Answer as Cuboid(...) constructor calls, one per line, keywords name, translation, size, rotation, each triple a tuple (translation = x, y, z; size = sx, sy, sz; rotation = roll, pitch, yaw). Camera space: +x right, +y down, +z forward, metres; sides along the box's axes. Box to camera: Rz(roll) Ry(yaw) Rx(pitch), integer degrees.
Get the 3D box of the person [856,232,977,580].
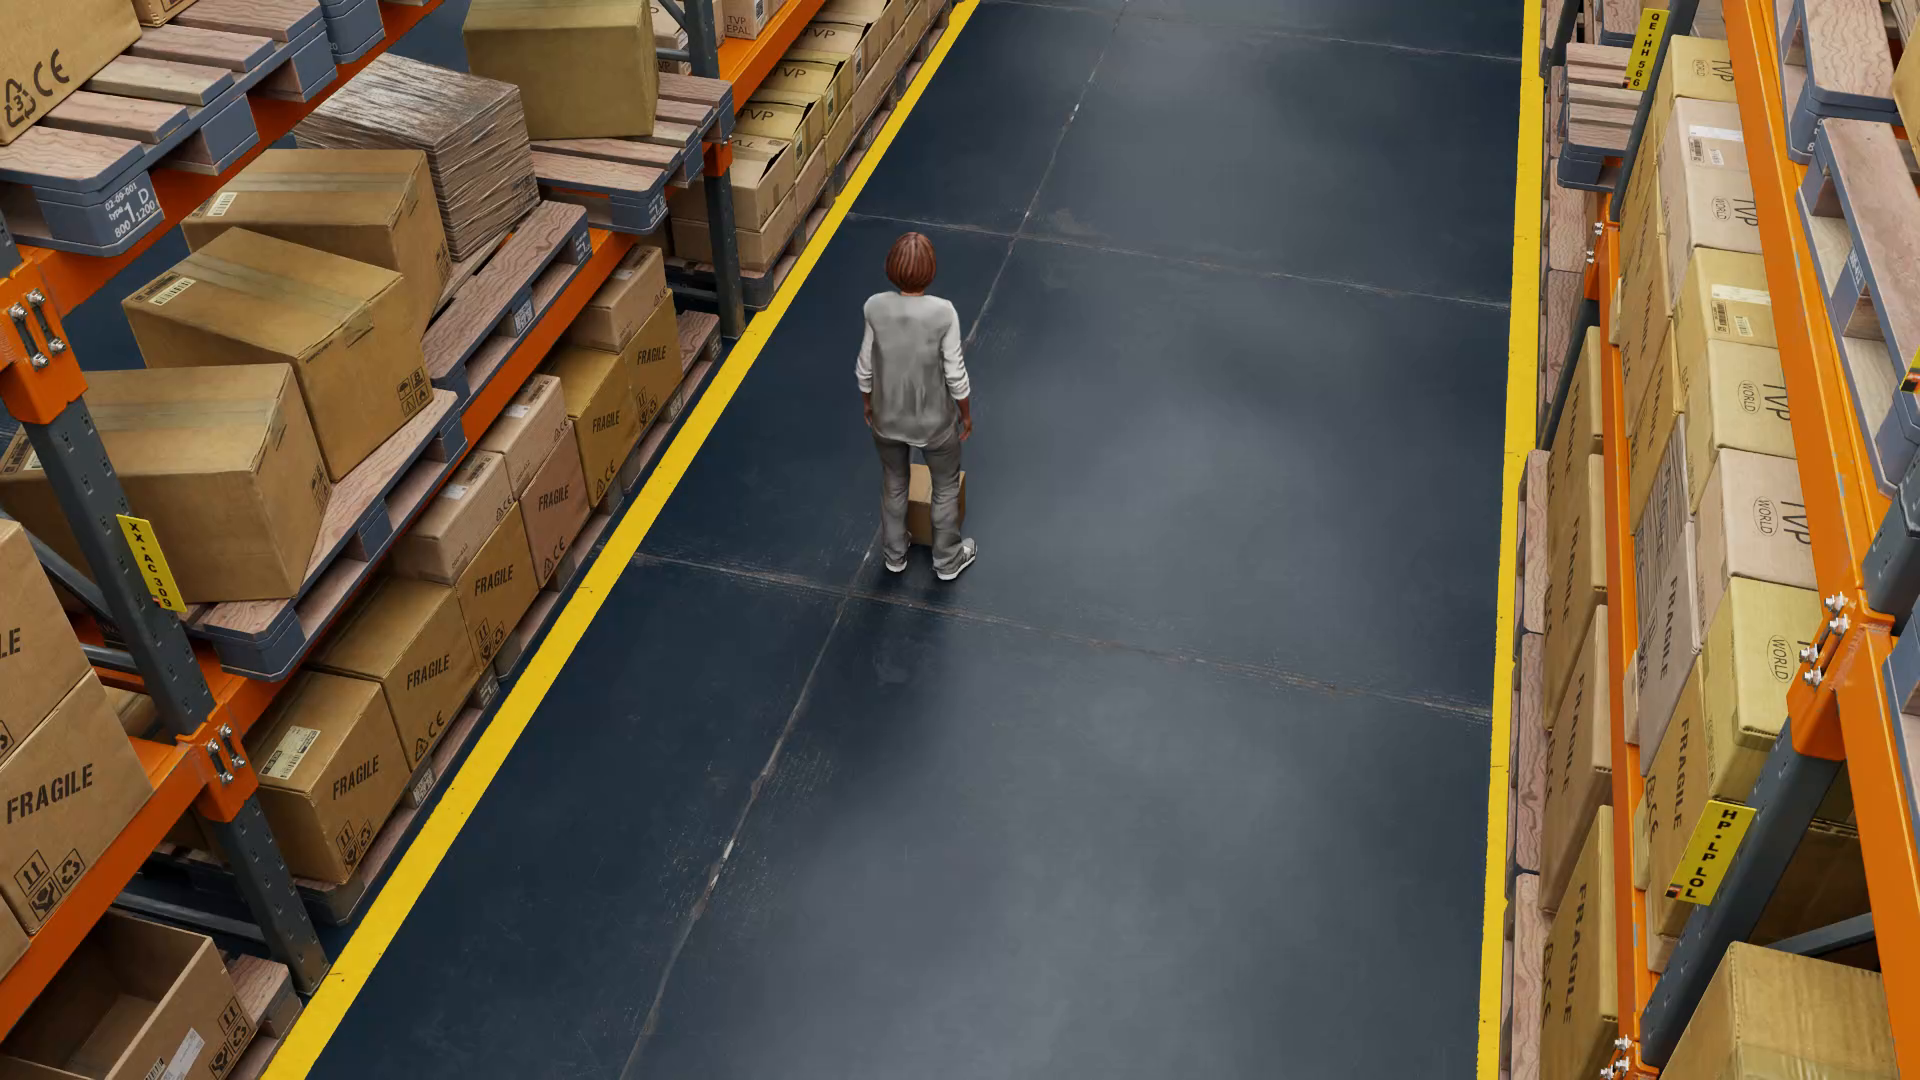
Cuboid(name="person", translation=(-0.178, -0.501, 6.731), size=(0.467, 1.593, 0.350), rotation=(10, 43, 11))
